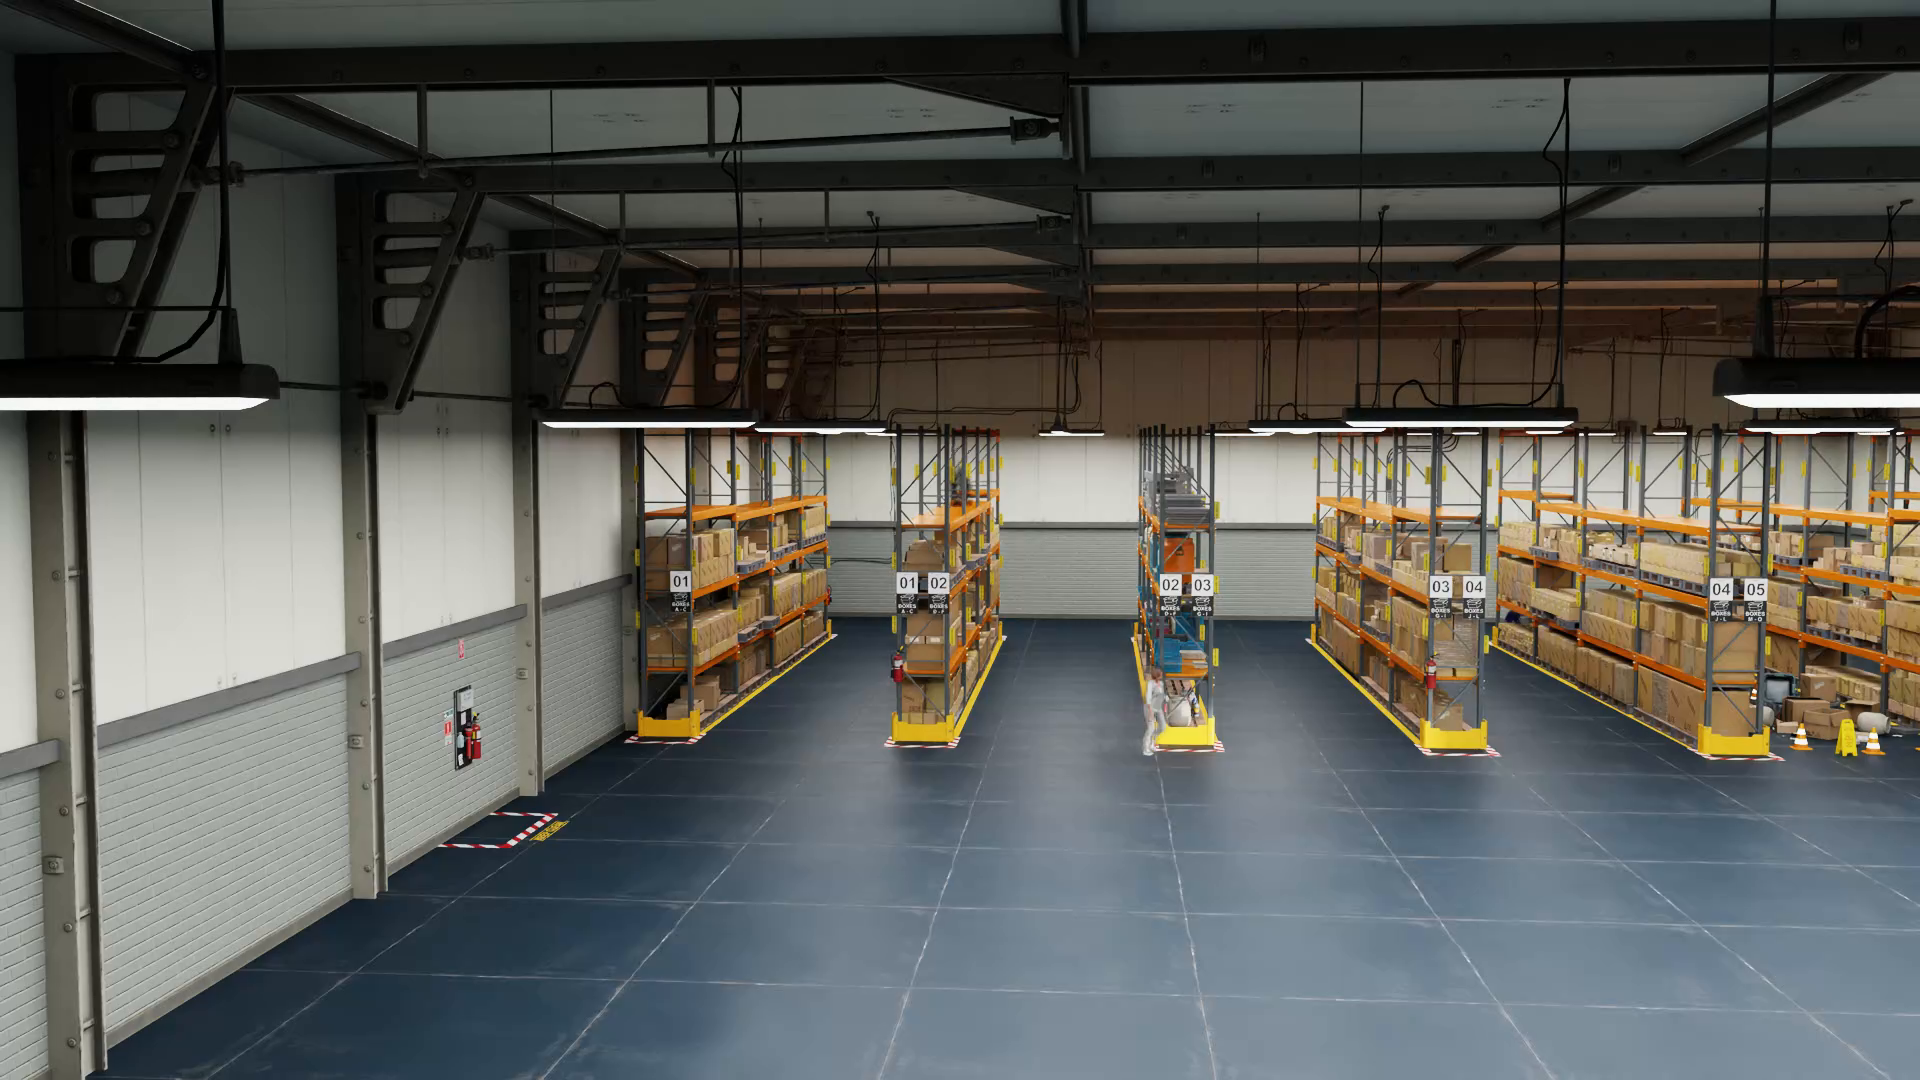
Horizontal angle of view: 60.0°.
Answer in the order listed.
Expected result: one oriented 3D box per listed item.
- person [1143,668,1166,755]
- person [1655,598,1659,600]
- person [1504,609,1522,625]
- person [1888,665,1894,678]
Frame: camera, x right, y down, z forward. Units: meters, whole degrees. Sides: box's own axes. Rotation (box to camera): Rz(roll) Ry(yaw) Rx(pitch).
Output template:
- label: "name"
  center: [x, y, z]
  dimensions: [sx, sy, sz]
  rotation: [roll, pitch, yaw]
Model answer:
- label: "person"
  center: [3.493, 3.103, 30.140]
  dimensions: [0.477, 1.588, 0.424]
  rotation: [-3, 5, -43]
- label: "person"
  center: [17.149, 2.327, 41.071]
  dimensions: [0.671, 1.782, 0.884]
  rotation: [0, 3, 1]
- label: "person"
  center: [15.787, 2.028, 47.378]
  dimensions: [0.914, 1.627, 0.671]
  rotation: [2, 4, 26]
- label: "person"
  center: [22.298, 2.489, 39.483]
  dimensions: [0.520, 1.709, 0.790]
  rotation: [0, 3, -1]
